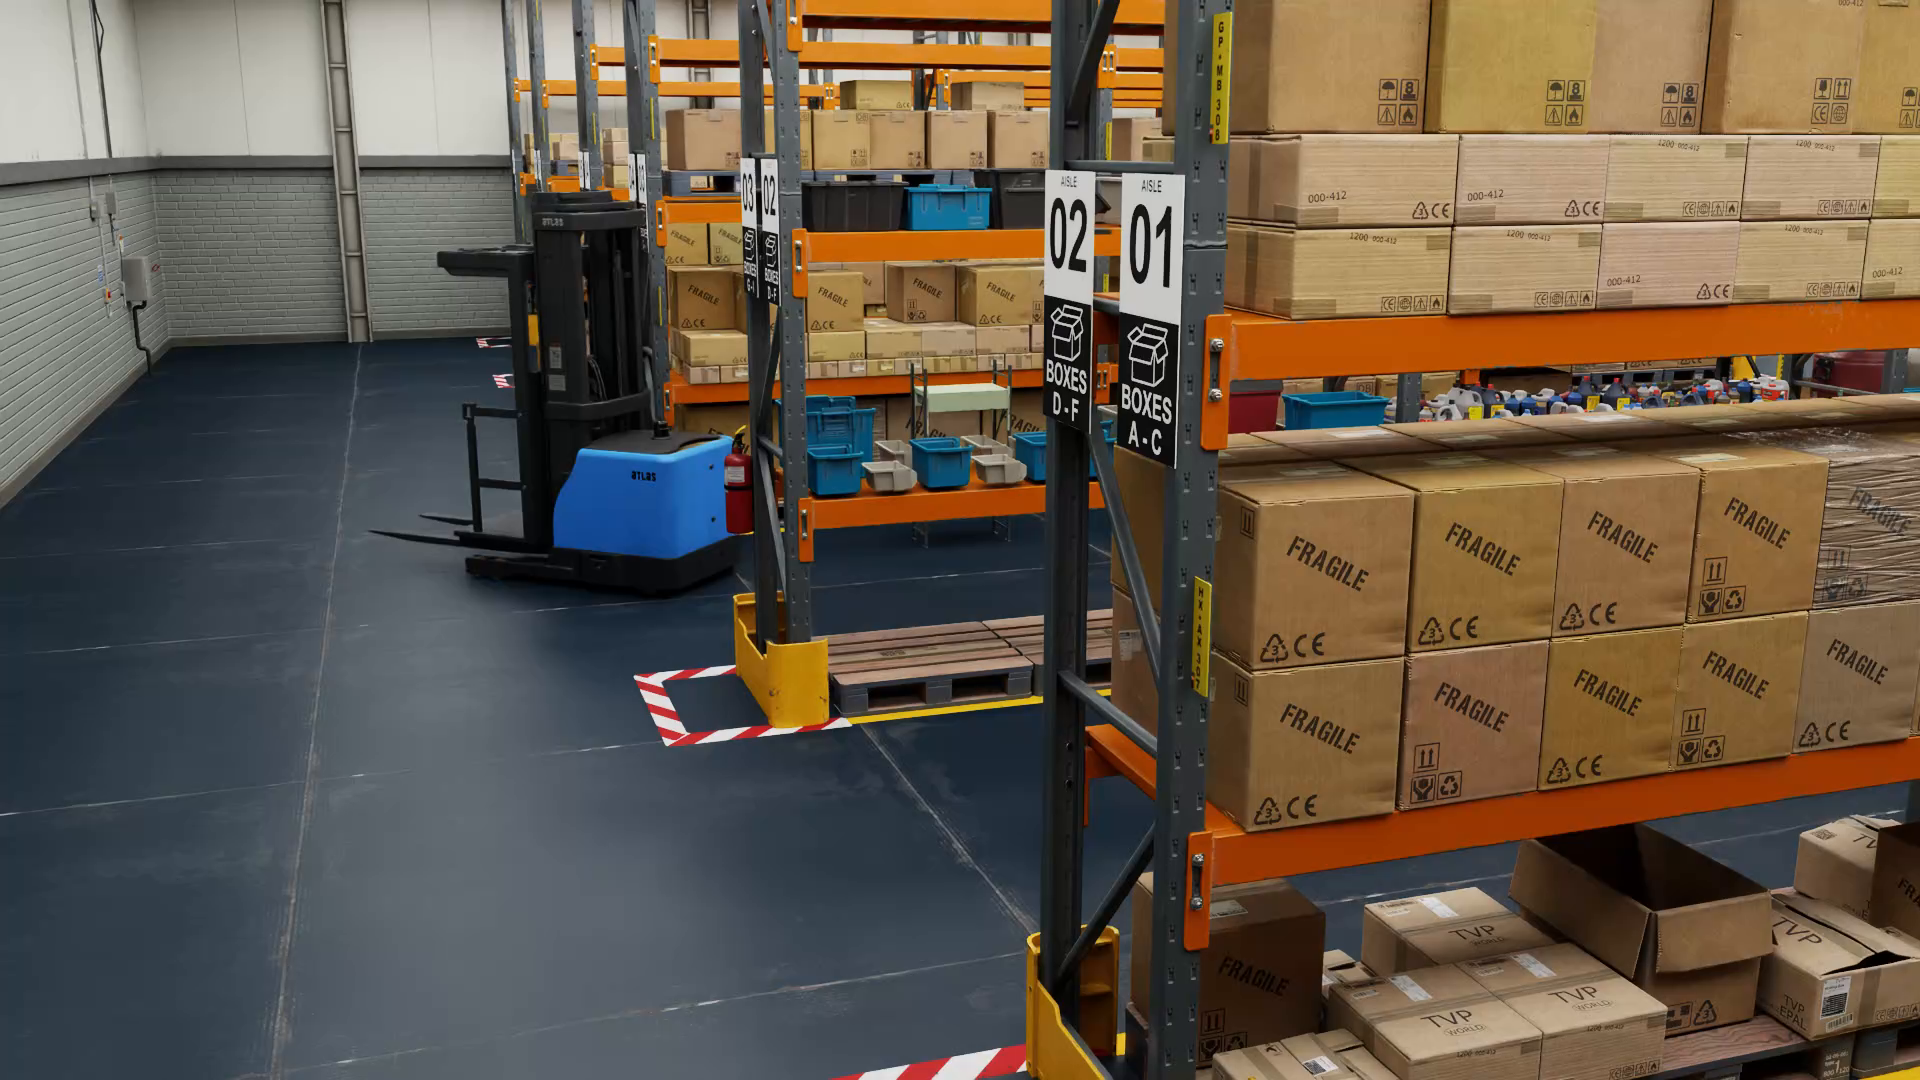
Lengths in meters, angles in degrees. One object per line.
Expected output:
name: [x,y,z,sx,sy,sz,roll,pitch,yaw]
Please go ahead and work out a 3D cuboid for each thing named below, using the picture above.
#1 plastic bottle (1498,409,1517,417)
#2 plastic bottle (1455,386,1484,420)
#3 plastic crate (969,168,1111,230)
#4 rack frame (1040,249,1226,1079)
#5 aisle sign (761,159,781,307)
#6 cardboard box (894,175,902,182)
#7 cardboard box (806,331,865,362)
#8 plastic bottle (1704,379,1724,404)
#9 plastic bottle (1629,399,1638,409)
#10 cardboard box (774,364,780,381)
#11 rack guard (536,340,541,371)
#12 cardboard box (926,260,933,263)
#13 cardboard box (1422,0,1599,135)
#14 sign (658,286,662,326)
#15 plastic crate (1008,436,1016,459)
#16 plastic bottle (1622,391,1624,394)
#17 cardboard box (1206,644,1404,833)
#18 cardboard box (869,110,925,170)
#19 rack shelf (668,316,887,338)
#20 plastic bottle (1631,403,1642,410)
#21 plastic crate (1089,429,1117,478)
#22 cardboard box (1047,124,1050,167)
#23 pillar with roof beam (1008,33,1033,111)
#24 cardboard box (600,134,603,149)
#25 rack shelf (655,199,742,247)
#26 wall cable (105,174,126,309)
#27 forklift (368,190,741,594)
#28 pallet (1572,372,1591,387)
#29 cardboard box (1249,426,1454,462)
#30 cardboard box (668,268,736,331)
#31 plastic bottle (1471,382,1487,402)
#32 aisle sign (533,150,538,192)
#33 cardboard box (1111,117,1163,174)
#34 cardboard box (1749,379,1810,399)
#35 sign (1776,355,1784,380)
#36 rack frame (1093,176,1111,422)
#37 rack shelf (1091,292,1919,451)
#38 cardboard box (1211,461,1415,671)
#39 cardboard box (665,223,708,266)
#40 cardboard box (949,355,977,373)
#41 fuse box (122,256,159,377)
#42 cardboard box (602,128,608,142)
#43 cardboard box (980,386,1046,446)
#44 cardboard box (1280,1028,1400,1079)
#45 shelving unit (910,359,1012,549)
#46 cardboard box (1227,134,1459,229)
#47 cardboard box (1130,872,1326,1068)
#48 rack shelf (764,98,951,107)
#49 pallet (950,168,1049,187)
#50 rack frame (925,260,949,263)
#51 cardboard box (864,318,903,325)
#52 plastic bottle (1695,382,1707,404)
plastic bottle: [3.622,-0.726,10.981,0.135,0.276,0.152,-4,14,-18]
plastic bottle: [3.527,-0.893,11.521,0.185,0.351,0.144,-4,14,-18]
plastic crate: [0.459,-1.995,9.701,0.767,0.338,0.504,-4,14,-18]
rack frame: [0.500,0.573,5.252,0.127,3.000,1.000,-4,14,-18]
aisle sign: [-1.050,-1.708,9.223,0.004,0.787,0.394,-4,14,-18]
cardboard box: [-0.730,-4.281,19.502,0.500,0.250,0.500,-4,14,-17]
cardboard box: [-1.147,-1.724,14.590,0.500,0.250,0.500,-5,14,-20]
plastic bottle: [5.554,-1.049,12.337,0.135,0.276,0.152,-4,14,-18]
plastic bottle: [4.629,-0.831,11.432,0.097,0.271,0.097,0,13,0]
cardboard box: [-1.729,-1.470,14.383,0.250,0.149,0.380,-5,14,-19]
rack guard: [-5.840,-2.556,23.806,0.348,0.500,1.175,-4,14,-18]
cardboard box: [-0.547,-4.286,24.921,0.500,0.250,0.500,-4,14,-17]
cardboard box: [1.482,-1.481,5.029,0.500,0.500,0.700,-4,14,-18]
sign: [-2.485,-1.937,13.764,0.005,0.325,0.100,-4,14,-18]
plastic crate: [0.449,-0.584,10.558,0.250,0.136,0.298,-4,14,-18]
plastic bottle: [4.779,-0.993,12.112,0.097,0.271,0.097,0,13,0]
cardboard box: [1.004,0.549,5.135,0.500,0.500,0.500,-4,14,-17]
cardboard box: [-0.639,-3.539,14.717,0.500,0.500,0.700,-4,14,-16]
rack shelf: [-2.247,-2.493,19.695,4.000,0.370,1.077,-4,14,-18]
plastic bottle: [4.583,-0.792,11.269,0.097,0.271,0.097,0,13,0]
plastic crate: [0.795,-0.527,10.107,0.300,0.233,0.416,-4,14,-18]
cardboard box: [1.155,-4.789,20.183,0.637,0.503,0.797,-5,14,-19]
pillar with roof beam: [2.500,-7.721,27.154,0.400,9.000,9.100,-4,14,-18]
cardboard box: [-5.943,-6.687,27.893,0.500,0.250,0.500,-5,14,-19]
rack shelf: [-0.761,-2.857,14.744,4.000,0.370,1.077,-4,14,-18]
wall cable: [-11.617,-4.157,22.940,0.122,1.984,0.588,-4,14,-18]
forklift: [-3.292,-1.223,12.950,3.031,2.935,1.130,6,14,22]
pallet: [7.977,-2.263,23.202,1.213,0.211,1.003,-4,14,-18]
cardboard box: [1.312,-0.093,5.674,0.500,0.500,0.500,-4,14,-17]
cardboard box: [-2.278,-2.130,14.677,0.500,0.500,0.500,-4,14,-17]
plastic bottle: [3.657,-0.938,11.711,0.185,0.351,0.144,-4,14,-18]
aisle sign: [-5.984,-5.101,23.487,0.004,0.787,0.394,-4,14,-18]
cardboard box: [1.681,-3.652,15.410,0.500,0.500,0.700,-4,14,-17]
cardboard box: [9.109,-1.495,18.438,0.500,0.500,0.500,-5,14,-20]
sign: [6.324,-1.304,12.789,0.005,0.325,0.100,-4,14,-18]
rack frame: [1.135,-1.895,15.628,0.127,3.000,1.000,-4,14,-18]
rack shelf: [2.395,-0.684,5.608,4.000,0.370,1.077,-4,14,-18]
cardboard box: [1.004,0.063,5.019,0.500,0.500,0.500,-4,14,-16]
cardboard box: [-3.156,-3.389,18.887,0.500,0.500,0.500,-4,14,-16]
cardboard box: [-0.025,-1.603,14.941,0.250,0.149,0.380,-4,14,-17]
fuse box: [-11.685,-3.197,23.885,0.414,1.711,0.539,-4,14,-18]
cardboard box: [-3.921,-4.608,18.932,0.250,0.149,0.380,-5,14,-19]
cardboard box: [0.484,-1.035,15.694,0.875,0.875,0.875,-4,14,-18]
cardboard box: [1.243,1.763,5.419,0.250,0.166,0.380,-4,14,-18]
shelving unit: [0.006,-0.730,13.971,0.755,1.500,0.431,-4,14,-18]
cardboard box: [1.070,-1.037,4.783,0.500,0.250,0.500,-4,14,-18]
cardboard box: [0.937,1.481,5.886,0.500,0.500,0.500,-4,14,-18]
rack shelf: [-1.717,-7.679,29.397,4.000,0.370,1.077,-4,14,-18]
pallet: [0.356,-3.253,15.047,1.213,0.211,1.003,-4,14,-18]
rack frame: [-0.351,-2.990,20.233,0.127,3.000,1.000,-4,14,-18]
cardboard box: [-0.826,-1.880,15.245,0.500,0.250,0.500,-4,14,-18]
plastic bottle: [5.455,-1.030,12.271,0.097,0.271,0.097,0,13,0]
